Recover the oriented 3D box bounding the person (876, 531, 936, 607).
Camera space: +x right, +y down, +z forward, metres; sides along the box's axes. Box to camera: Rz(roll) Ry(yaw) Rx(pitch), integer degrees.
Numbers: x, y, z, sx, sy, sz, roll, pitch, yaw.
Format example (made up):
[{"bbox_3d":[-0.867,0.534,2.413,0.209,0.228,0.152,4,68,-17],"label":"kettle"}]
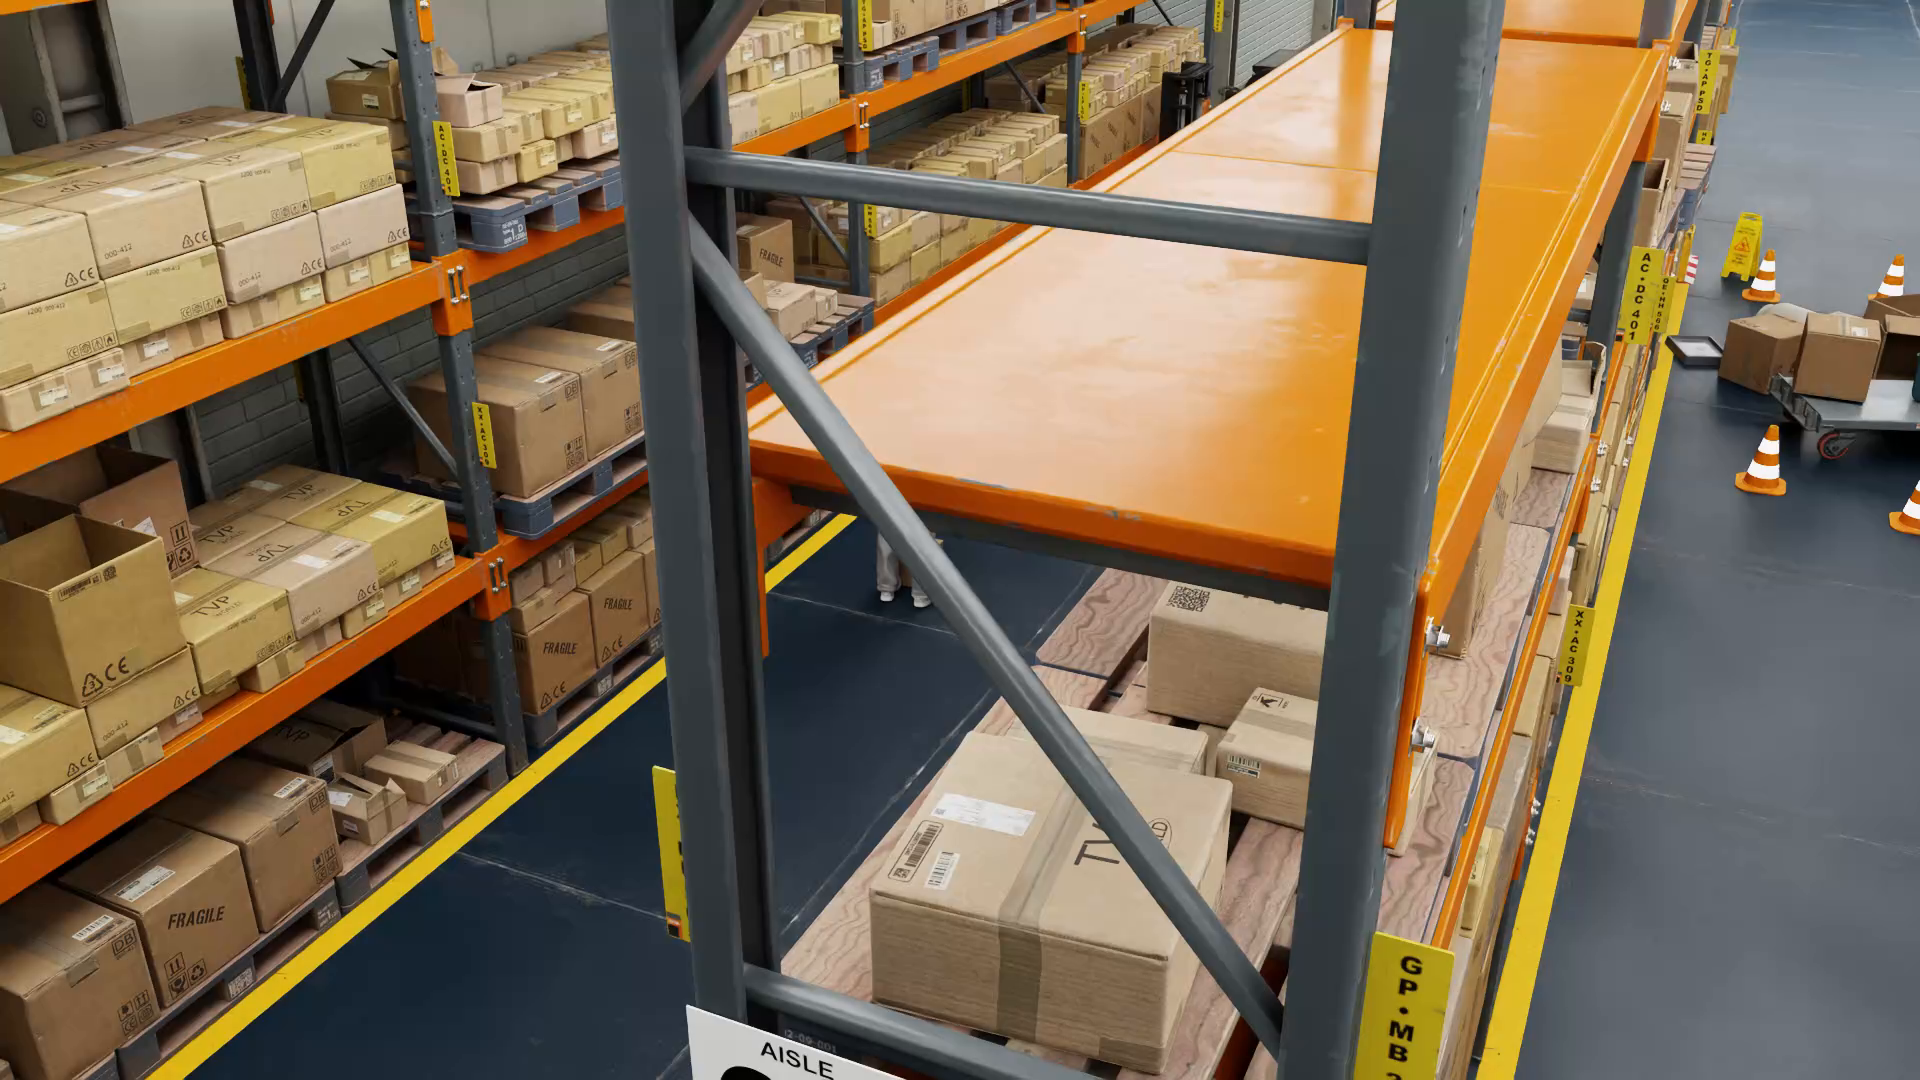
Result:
[{"bbox_3d":[-0.354,-0.392,10.217,0.510,1.671,0.362,9,28,18],"label":"person"}]
